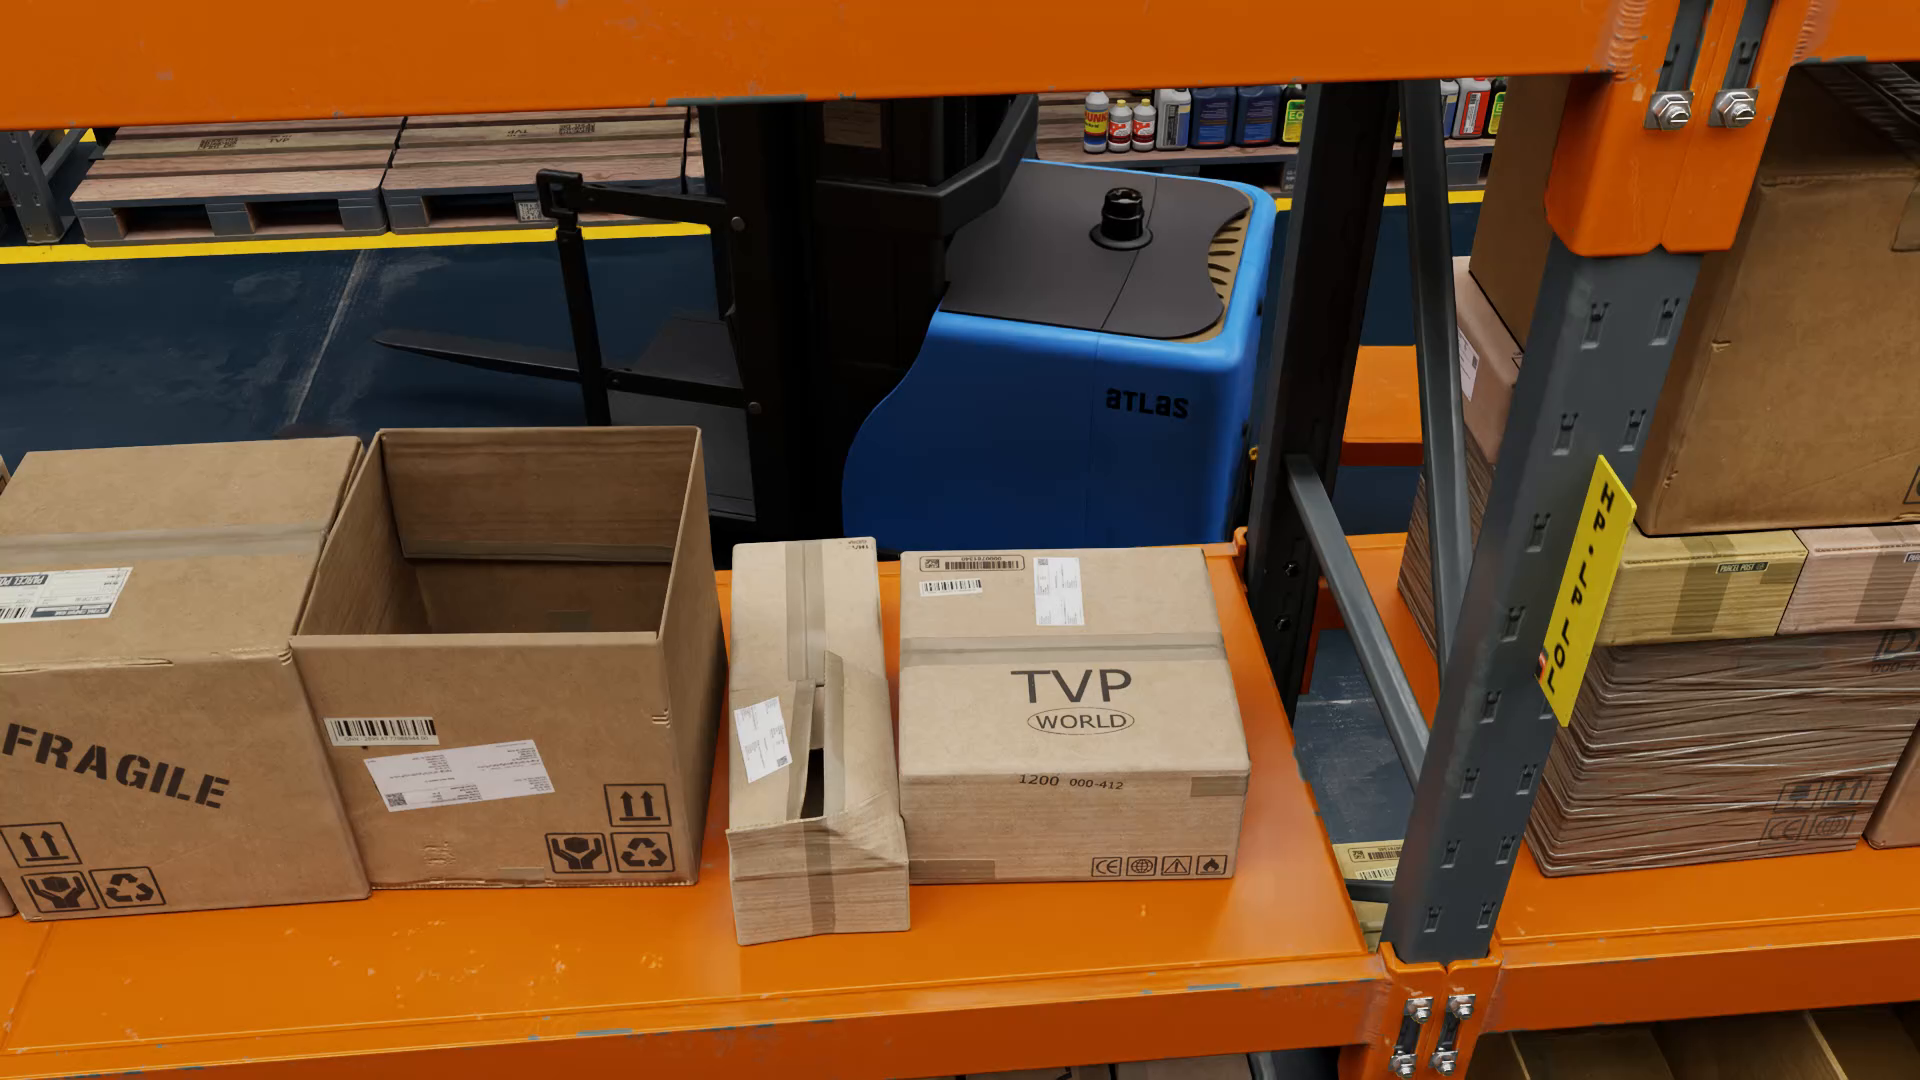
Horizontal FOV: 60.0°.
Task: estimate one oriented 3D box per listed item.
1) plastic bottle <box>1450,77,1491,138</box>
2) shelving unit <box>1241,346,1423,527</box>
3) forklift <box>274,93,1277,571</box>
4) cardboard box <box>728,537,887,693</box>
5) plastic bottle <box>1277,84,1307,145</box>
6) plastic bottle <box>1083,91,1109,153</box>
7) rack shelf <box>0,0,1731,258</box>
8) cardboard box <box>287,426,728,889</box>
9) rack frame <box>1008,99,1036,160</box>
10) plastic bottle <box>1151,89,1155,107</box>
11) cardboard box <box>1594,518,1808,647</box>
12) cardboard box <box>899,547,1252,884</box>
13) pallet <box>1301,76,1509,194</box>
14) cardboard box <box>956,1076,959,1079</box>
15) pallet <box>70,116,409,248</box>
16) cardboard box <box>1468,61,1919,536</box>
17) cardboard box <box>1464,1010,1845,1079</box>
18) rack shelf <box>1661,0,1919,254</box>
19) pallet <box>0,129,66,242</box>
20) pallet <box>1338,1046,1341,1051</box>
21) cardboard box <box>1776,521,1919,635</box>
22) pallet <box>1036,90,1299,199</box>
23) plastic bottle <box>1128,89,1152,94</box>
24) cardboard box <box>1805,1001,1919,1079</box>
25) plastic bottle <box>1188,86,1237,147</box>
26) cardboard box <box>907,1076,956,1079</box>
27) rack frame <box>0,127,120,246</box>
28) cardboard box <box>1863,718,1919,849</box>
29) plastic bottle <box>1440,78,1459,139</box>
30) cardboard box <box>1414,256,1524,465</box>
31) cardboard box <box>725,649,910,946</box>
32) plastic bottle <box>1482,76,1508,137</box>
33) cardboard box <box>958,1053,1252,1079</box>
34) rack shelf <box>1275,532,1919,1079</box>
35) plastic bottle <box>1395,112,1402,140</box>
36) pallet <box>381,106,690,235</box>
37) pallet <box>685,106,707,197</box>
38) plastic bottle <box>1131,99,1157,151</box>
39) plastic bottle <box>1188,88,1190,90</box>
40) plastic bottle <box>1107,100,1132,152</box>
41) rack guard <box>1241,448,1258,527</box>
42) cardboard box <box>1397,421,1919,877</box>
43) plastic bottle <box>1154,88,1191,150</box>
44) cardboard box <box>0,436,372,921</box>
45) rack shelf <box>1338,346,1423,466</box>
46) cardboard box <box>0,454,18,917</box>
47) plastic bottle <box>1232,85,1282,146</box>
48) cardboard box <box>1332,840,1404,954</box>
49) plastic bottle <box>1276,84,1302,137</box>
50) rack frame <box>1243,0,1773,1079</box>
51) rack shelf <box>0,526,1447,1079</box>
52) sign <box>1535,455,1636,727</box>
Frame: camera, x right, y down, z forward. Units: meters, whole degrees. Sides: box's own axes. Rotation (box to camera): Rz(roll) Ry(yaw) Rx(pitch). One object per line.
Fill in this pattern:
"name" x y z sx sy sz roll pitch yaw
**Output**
"plastic bottle" 2.149 -1.860 7.030 0.135 0.276 0.152 -3 38 -4
"shelving unit" 1.444 -0.499 4.671 1.083 1.500 0.587 0 38 0
"forklift" -0.644 -1.277 4.502 3.031 2.935 1.130 9 39 11
"cardboard box" -0.257 0.172 2.813 0.250 0.149 0.380 -3 38 -4
"plastic bottle" 1.406 -1.794 6.940 0.133 0.283 0.061 -2 38 -2
"plastic bottle" 0.565 -1.754 6.899 0.097 0.271 0.097 0 38 0
"rack shelf" -1.348 -0.635 1.792 4.000 0.370 1.077 -3 38 -4
"cardboard box" -0.647 0.173 2.529 0.500 0.500 0.500 -1 38 -1
"rack frame" 0.209 -2.906 6.511 0.127 3.000 1.000 -3 38 -4
"plastic bottle" 0.875 -1.859 7.022 0.133 0.283 0.061 -3 38 -4
"cardboard box" 0.929 -0.038 2.273 0.250 0.149 0.380 -3 38 -4
"cardboard box" 0.158 0.264 2.615 0.500 0.250 0.500 -1 38 -1
"pallet" 2.100 -1.891 7.476 1.213 0.211 1.003 -3 38 -4
"cardboard box" 0.257 1.267 3.103 0.500 0.250 0.500 -3 38 -4
"pallet" -3.000 -1.610 7.120 1.213 0.211 1.003 -3 38 -4
"cardboard box" 1.086 -0.426 2.240 0.500 0.500 0.700 -3 38 -4
"cardboard box" 1.134 0.939 2.914 0.500 0.500 0.500 -3 38 -4
"rack shelf" 2.636 -0.854 2.070 4.000 0.370 1.077 -3 38 -4
"pallet" -4.557 -1.522 7.009 1.213 0.211 1.003 -3 38 -4
"pallet" 1.440 1.228 3.523 1.213 0.211 1.003 -3 38 -4
"cardboard box" 1.179 -0.052 2.290 0.250 0.149 0.380 -3 38 -3
"pallet" 0.882 -1.822 7.389 1.213 0.211 1.003 -3 38 -4
"plastic bottle" 0.838 -2.163 7.353 0.185 0.351 0.144 -3 38 -4
"cardboard box" 1.631 0.906 2.955 0.500 0.500 0.500 -3 38 -4
"plastic bottle" 1.050 -1.827 6.927 0.185 0.351 0.144 -2 38 -3
"cardboard box" -0.252 1.077 2.892 0.500 0.311 0.500 -2 38 -3
"rack frame" -3.775 -2.686 6.233 0.127 3.000 1.000 -3 38 -4
"cardboard box" 1.610 0.050 2.684 0.500 0.500 0.700 -4 38 -4
"plastic bottle" 2.011 -1.853 7.020 0.135 0.276 0.152 -4 38 -5
"cardboard box" 0.896 -0.290 2.592 0.250 0.149 0.380 -3 38 -4
"cardboard box" -0.215 0.365 2.474 0.258 0.266 0.396 -4 38 -5
"plastic bottle" 2.288 -1.842 7.001 0.133 0.283 0.061 -2 38 -3
"cardboard box" 0.266 1.044 2.933 0.500 0.311 0.500 -3 38 -4
"rack shelf" 2.636 0.324 2.999 4.000 0.370 1.077 -3 38 -4
"plastic bottle" 1.847 -1.870 6.982 0.185 0.351 0.144 -2 38 -2
"pallet" -1.788 -1.675 7.202 1.213 0.211 1.003 -3 38 -4
"pallet" -0.570 -1.744 7.290 1.213 0.211 1.003 -3 38 -4
"plastic bottle" 0.768 -1.738 6.935 0.097 0.201 0.097 0 38 0
"plastic bottle" 1.037 -1.916 7.039 0.185 0.351 0.144 -3 38 -4
"plastic bottle" 0.667 -1.732 6.928 0.097 0.201 0.097 0 38 0
"rack guard" 0.946 -0.010 5.061 0.087 0.250 0.587 0 38 0
"cardboard box" 1.086 0.083 2.642 0.500 0.500 0.700 -4 38 -5
"plastic bottle" 0.885 -1.791 6.942 0.135 0.276 0.152 -2 38 -2
"cardboard box" -1.146 0.200 2.494 0.500 0.500 0.500 -3 38 -4
"rack shelf" 1.453 -0.358 4.783 1.000 0.185 0.538 0 38 0
"cardboard box" -1.670 0.229 2.458 0.500 0.500 0.500 -5 39 -6
"plastic bottle" 1.238 -1.837 6.940 0.185 0.351 0.144 -5 39 -6
"cardboard box" 1.087 0.905 3.562 0.500 0.250 0.500 -3 38 -4
"plastic bottle" 1.381 -1.837 7.004 0.097 0.271 0.097 0 38 0
"rack frame" 0.644 0.151 2.637 0.127 3.000 1.000 -3 38 -4
"rack shelf" -1.348 0.543 2.721 4.000 0.370 1.077 -3 38 -4
"sign" 0.702 0.062 1.879 0.005 0.325 0.100 -3 38 -4
